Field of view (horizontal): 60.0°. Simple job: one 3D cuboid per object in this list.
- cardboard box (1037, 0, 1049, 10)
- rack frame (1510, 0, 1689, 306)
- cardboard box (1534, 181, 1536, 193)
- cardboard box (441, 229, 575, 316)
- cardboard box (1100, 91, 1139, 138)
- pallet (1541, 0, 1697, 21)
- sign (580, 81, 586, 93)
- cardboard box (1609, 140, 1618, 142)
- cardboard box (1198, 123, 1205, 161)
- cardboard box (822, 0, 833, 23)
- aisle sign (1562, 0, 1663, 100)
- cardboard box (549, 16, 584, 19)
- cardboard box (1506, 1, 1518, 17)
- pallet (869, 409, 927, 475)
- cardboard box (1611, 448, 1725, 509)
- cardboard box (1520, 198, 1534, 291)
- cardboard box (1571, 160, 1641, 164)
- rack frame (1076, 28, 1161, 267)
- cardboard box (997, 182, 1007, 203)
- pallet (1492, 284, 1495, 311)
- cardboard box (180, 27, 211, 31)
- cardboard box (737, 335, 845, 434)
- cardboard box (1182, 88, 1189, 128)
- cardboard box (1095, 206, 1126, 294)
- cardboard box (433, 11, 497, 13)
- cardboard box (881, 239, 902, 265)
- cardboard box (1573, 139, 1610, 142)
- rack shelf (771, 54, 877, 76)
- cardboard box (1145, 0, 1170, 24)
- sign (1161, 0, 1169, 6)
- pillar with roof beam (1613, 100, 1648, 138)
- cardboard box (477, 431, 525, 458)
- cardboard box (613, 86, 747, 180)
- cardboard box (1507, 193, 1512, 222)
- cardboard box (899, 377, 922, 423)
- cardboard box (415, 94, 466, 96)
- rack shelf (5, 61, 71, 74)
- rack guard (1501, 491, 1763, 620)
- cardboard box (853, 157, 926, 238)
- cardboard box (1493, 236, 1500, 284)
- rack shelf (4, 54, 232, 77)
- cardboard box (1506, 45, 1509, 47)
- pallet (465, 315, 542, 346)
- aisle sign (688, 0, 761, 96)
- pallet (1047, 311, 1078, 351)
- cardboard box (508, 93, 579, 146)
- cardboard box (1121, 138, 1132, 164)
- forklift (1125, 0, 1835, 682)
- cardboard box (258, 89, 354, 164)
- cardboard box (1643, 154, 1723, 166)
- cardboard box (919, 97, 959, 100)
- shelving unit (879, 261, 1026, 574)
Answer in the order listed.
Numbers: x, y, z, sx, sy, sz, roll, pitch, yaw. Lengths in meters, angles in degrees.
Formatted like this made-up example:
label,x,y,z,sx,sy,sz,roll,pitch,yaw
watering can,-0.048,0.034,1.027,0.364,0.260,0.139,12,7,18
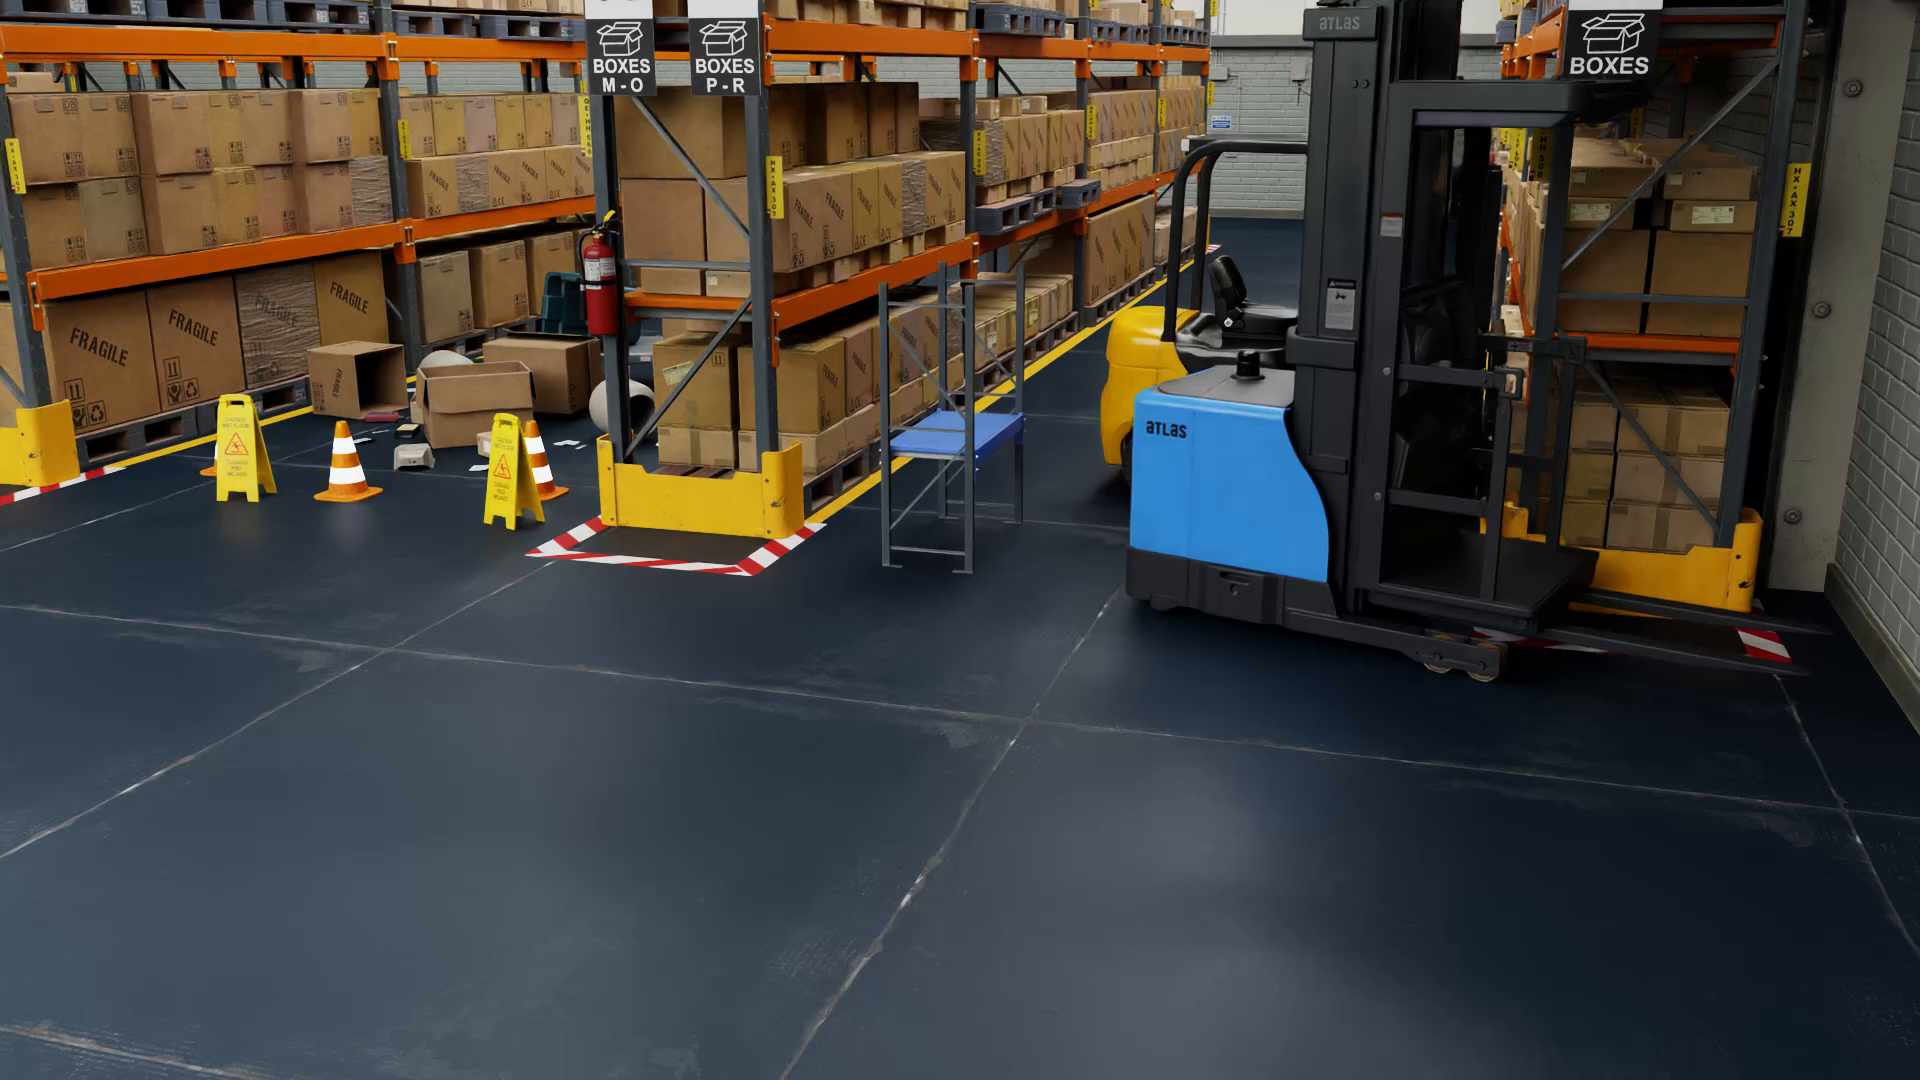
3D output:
label,x,y,z,sx,sy,sz,roll,pitch,yaw
cardboard box,0.437,-4.520,13.777,0.500,0.250,0.500,4,16,15
rack frame,4.382,-2.175,11.501,1.000,3.000,0.127,5,16,16
cardboard box,3.581,-2.069,9.756,0.380,0.149,0.250,4,16,15
cardboard box,-4.521,-2.702,16.710,1.050,0.750,0.750,5,17,17
cardboard box,1.706,-4.778,18.662,0.500,0.500,0.500,5,17,18
pallet,4.164,-3.351,10.310,1.003,0.211,1.213,5,16,16
sign,-5.953,-7.092,26.282,0.100,0.325,0.005,5,16,16
cardboard box,5.521,-3.341,14.239,0.380,0.149,0.250,5,16,16
cardboard box,3.149,-5.600,23.393,0.500,0.500,0.500,5,17,16
cardboard box,-0.966,-3.105,9.744,0.380,0.149,0.250,5,16,16
aisle sign,2.945,-2.385,7.477,0.394,0.787,0.004,5,16,16
cardboard box,-4.097,-5.623,17.978,0.500,0.500,0.500,5,16,16
cardboard box,5.820,-5.460,17.093,0.380,0.149,0.250,5,17,17
pallet,-0.880,-0.719,11.478,1.003,0.211,1.213,5,16,16
cardboard box,3.578,-0.355,8.439,0.500,0.250,0.500,5,17,17
cardboard box,3.567,-1.727,9.739,0.500,0.500,0.500,5,17,16
cardboard box,3.185,-1.809,8.293,0.380,0.149,0.250,5,16,16
rack frame,1.895,-4.652,20.234,1.000,3.000,0.127,5,16,16
cardboard box,0.161,-2.825,13.483,0.380,0.149,0.250,5,17,17
pallet,6.460,-2.711,18.500,1.003,0.211,1.213,5,16,16
cardboard box,-8.643,-5.602,18.360,0.500,0.250,0.500,5,16,16
cardboard box,-1.014,-0.949,10.072,0.500,0.500,0.500,4,16,14
cardboard box,2.714,-5.684,21.855,0.500,0.500,0.500,5,16,15
cardboard box,1.292,-3.193,18.213,0.875,0.875,0.875,5,17,17
cardboard box,-4.721,-5.176,15.793,0.500,0.311,0.500,4,16,15
cardboard box,-0.603,-1.930,11.097,0.380,0.149,0.250,5,17,16
cardboard box,4.036,-2.541,10.875,0.380,0.149,0.250,5,17,17
rack shelf,-2.311,-6.630,23.028,1.077,0.370,4.000,5,16,16
cardboard box,2.264,-6.531,20.225,0.500,0.500,0.500,5,17,17
sign,2.418,-6.456,19.572,0.100,0.325,0.005,5,16,16
pillar with roof beam,3.590,-7.601,19.635,9.100,9.000,0.400,5,16,16
cardboard box,-3.079,-0.641,11.315,0.250,0.149,0.380,-15,21,-41
cardboard box,-1.579,-2.336,9.506,0.700,0.500,0.500,4,16,15
cardboard box,4.871,-2.786,13.929,0.500,0.250,0.500,4,16,14
cardboard box,-0.579,-0.990,11.593,0.500,0.250,0.500,5,17,17
cardboard box,-7.225,-5.958,23.193,0.500,0.500,0.500,5,16,16
rack shelf,-16.535,-7.810,27.189,1.077,0.370,4.000,5,16,16
rack guard,3.238,0.080,8.131,1.175,0.500,0.348,5,16,16
cardboard box,-0.549,-2.344,11.367,0.500,0.500,0.500,5,17,17
cardboard box,6.302,-3.159,18.780,0.500,0.500,0.500,5,17,18
rack shelf,-9.311,-4.948,17.098,1.077,0.370,4.000,5,16,16
cardboard box,6.884,-6.113,20.346,0.380,0.149,0.250,5,17,17
pallet,-4.661,-2.103,16.357,1.003,0.211,1.213,5,16,16
aisle sign,-1.235,-2.723,8.669,0.394,0.787,0.004,5,16,16
pallet,0.535,-2.060,16.205,1.003,0.211,1.213,5,16,16
cardboard box,-4.296,-4.243,16.776,0.700,0.500,0.500,4,16,15
cardboard box,1.597,-4.284,18.294,0.500,0.250,0.500,5,17,17
forklift,2.317,-0.963,7.354,3.031,2.935,1.130,10,19,33
cardboard box,-5.336,-3.262,13.077,0.875,0.550,0.550,5,16,16
cardboard box,3.849,-1.974,8.874,0.380,0.149,0.250,5,17,18
cardboard box,-0.225,-3.658,14.041,0.380,0.149,0.250,4,16,13
shelving unit,-0.024,-0.699,9.046,0.538,1.500,1.048,5,16,16
